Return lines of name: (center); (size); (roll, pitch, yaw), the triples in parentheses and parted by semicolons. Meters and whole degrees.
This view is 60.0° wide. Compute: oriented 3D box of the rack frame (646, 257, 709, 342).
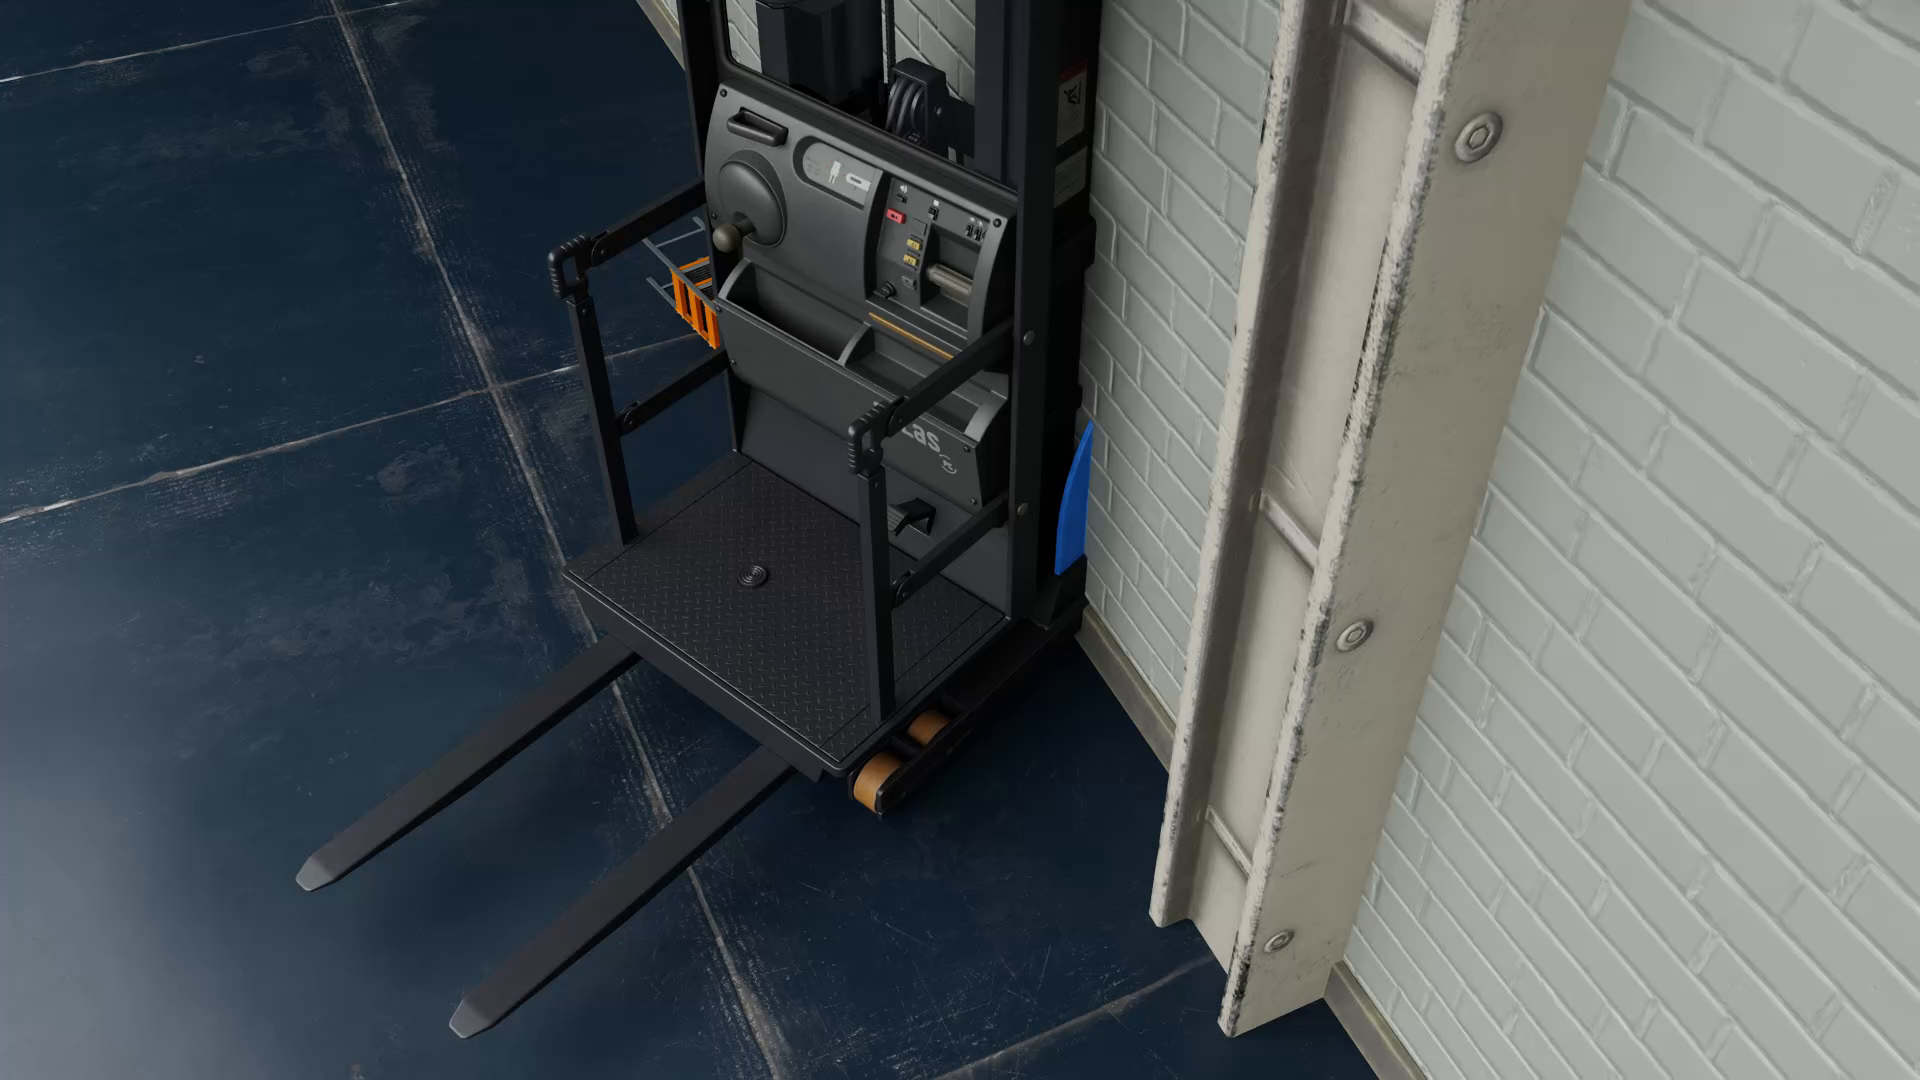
rack frame: (-0.729, -0.684, 5.936); (0.240, 0.006, 1.200); (-27, 51, -24)

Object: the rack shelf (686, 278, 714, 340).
rack shelf: (-0.843, -0.861, 5.985); (0.258, 0.180, 0.103); (-27, 51, -24)

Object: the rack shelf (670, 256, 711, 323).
rack shelf: (-0.913, -0.930, 6.054); (0.258, 0.180, 0.103); (-27, 51, -24)

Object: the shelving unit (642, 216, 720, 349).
shelving unit: (-0.729, -0.750, 5.872); (0.258, 0.189, 1.200); (-27, 51, -24)

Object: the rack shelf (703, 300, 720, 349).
rack shelf: (-0.773, -0.793, 5.915); (0.258, 0.180, 0.103); (-27, 51, -24)

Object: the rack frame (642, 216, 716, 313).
rack frame: (-0.729, -0.815, 5.807); (0.240, 0.006, 1.200); (-27, 51, -24)

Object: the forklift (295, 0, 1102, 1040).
forklift: (-0.404, -0.710, 3.883); (1.130, 2.935, 3.031); (31, 52, 27)
